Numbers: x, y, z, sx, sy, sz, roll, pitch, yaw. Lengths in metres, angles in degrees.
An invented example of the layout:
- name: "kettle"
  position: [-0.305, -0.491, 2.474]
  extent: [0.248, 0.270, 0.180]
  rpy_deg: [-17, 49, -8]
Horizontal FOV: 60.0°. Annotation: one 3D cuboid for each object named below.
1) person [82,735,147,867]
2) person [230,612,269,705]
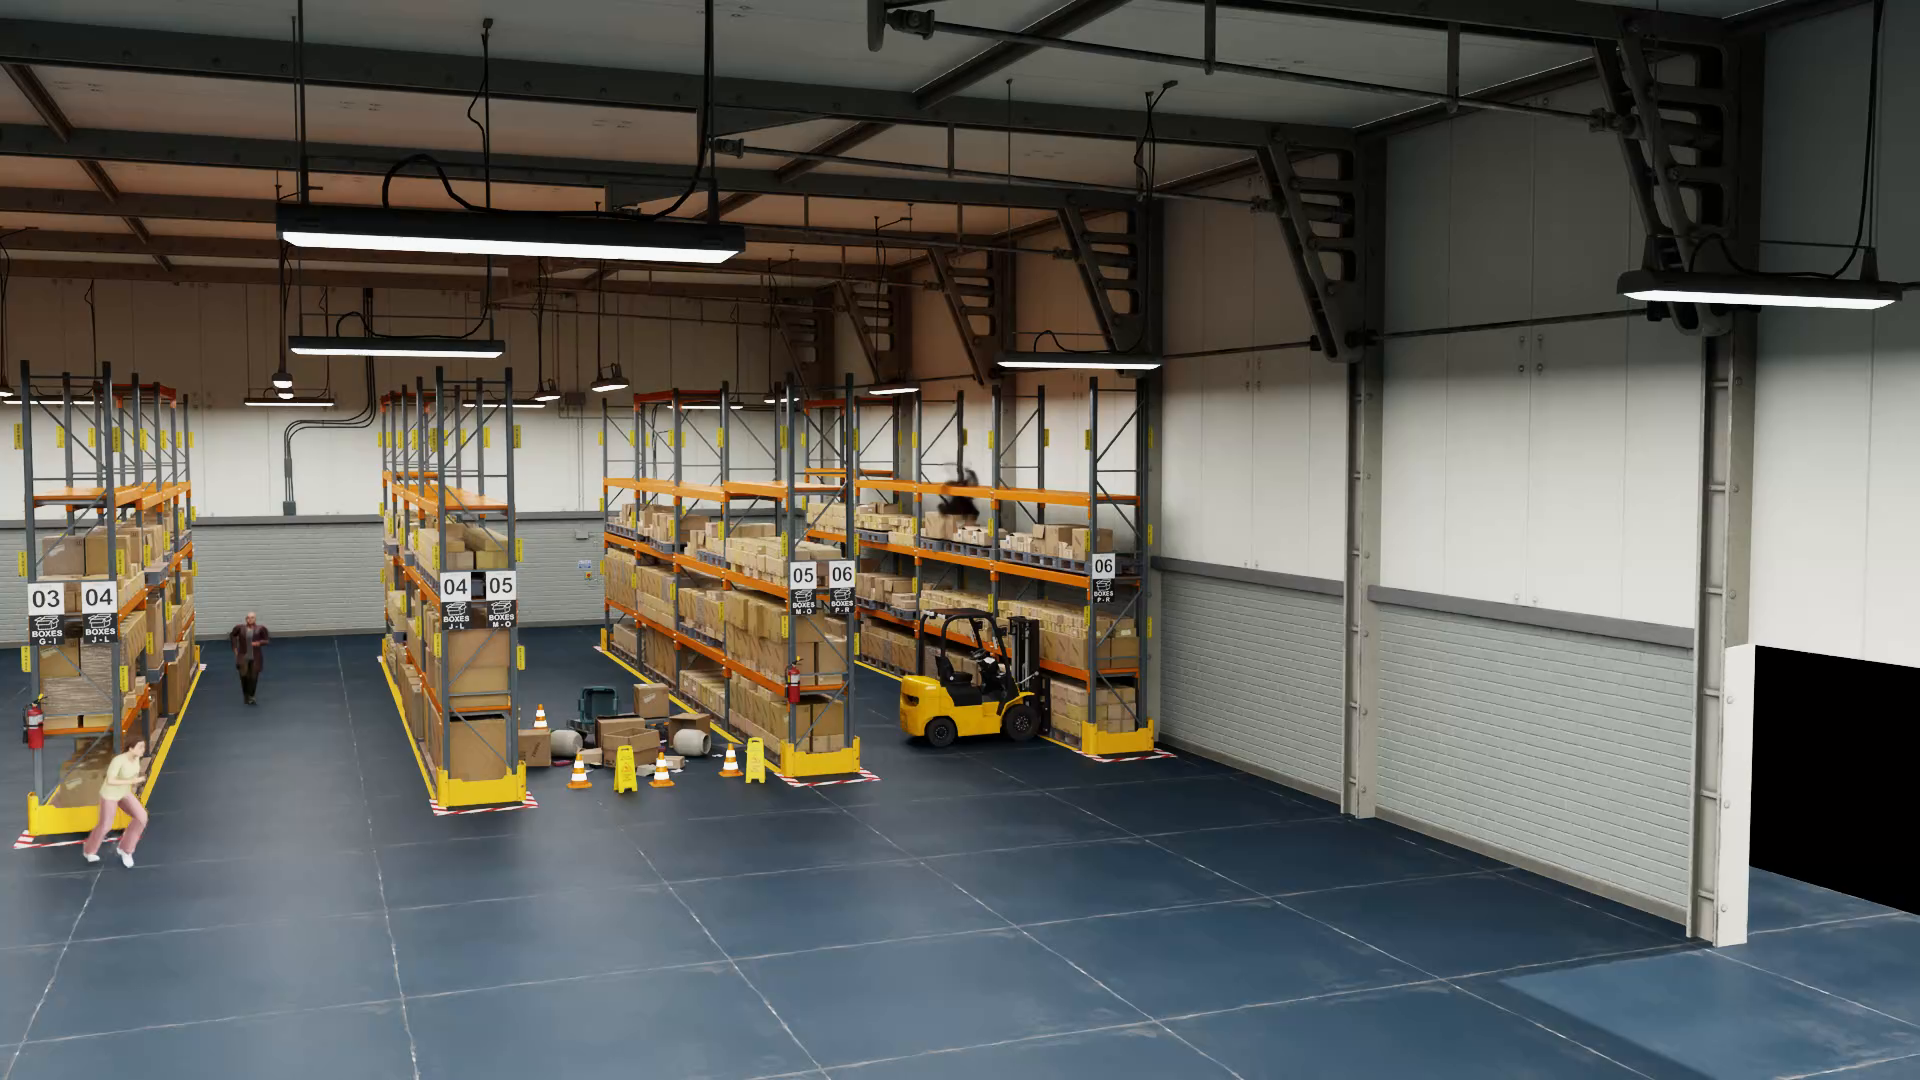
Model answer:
- name: "person"
  position: [-9.921, 3.061, 19.558]
  extent: [0.940, 1.584, 0.613]
  rpy_deg: [1, 4, 14]
- name: "person"
  position: [-13.413, 2.236, 31.418]
  extent: [0.691, 1.763, 0.799]
  rpy_deg: [-1, 4, -23]
